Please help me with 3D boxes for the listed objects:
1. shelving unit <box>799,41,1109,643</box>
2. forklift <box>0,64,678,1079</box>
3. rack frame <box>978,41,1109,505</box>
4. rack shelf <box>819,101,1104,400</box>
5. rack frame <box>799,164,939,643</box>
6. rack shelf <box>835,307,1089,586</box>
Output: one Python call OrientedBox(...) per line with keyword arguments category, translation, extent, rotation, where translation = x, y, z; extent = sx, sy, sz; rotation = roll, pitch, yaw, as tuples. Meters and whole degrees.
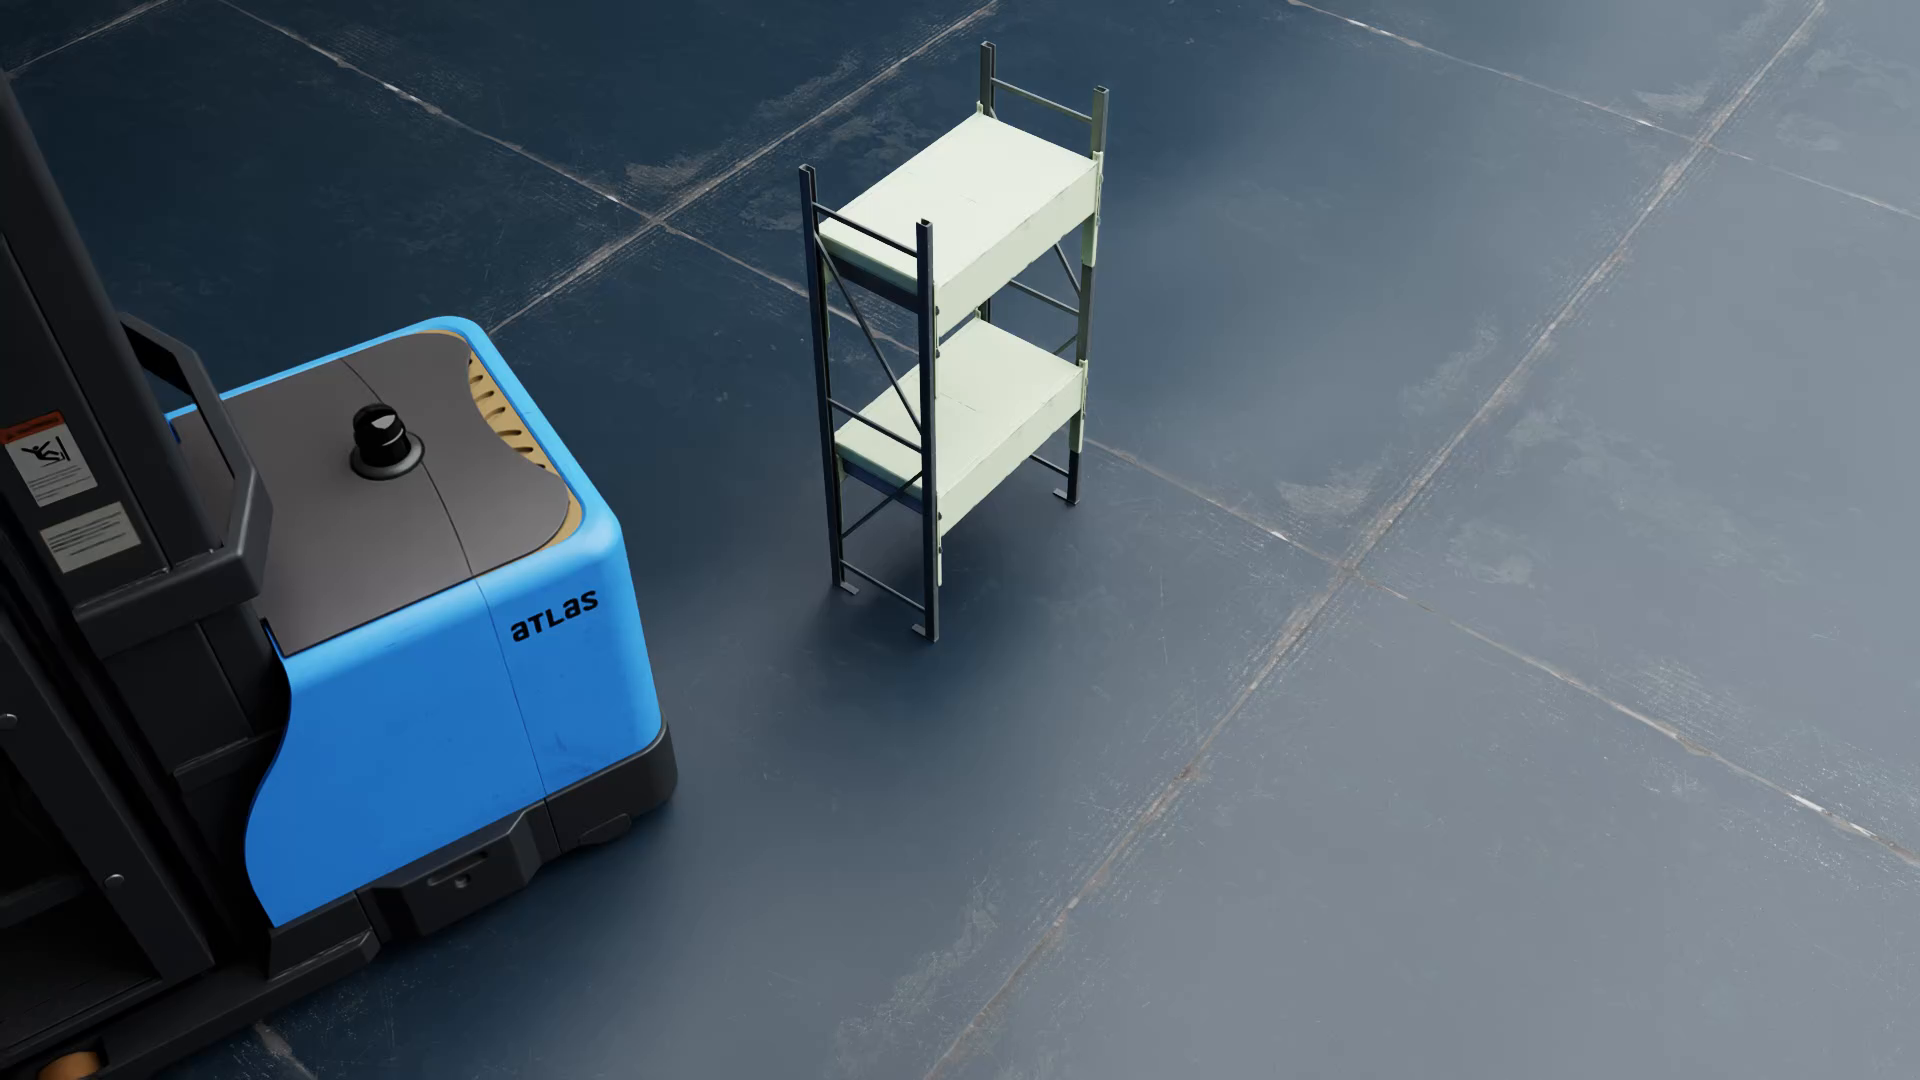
OrientedBox(category="shelving unit", translation=(-0.004, -0.514, 4.704), extent=(0.431, 1.500, 0.755), rotation=(29, 53, 25))
OrientedBox(category="forklift", translation=(-2.282, -0.007, 3.230), extent=(3.031, 2.935, 1.130), rotation=(-25, 51, -22))
OrientedBox(category="rack frame", translation=(0.220, -0.724, 4.904), extent=(0.400, 1.500, 0.023), rotation=(29, 53, 25))
OrientedBox(category="rack shelf", translation=(-0.004, -0.784, 4.422), extent=(0.431, 0.370, 0.720), rotation=(29, 53, 25))
OrientedBox(category="rack frame", translation=(-0.228, -0.305, 4.504), extent=(0.400, 1.500, 0.023), rotation=(29, 53, 25))
OrientedBox(category="rack shelf", translation=(-0.004, -0.289, 4.940), extent=(0.431, 0.370, 0.720), rotation=(29, 53, 25))
